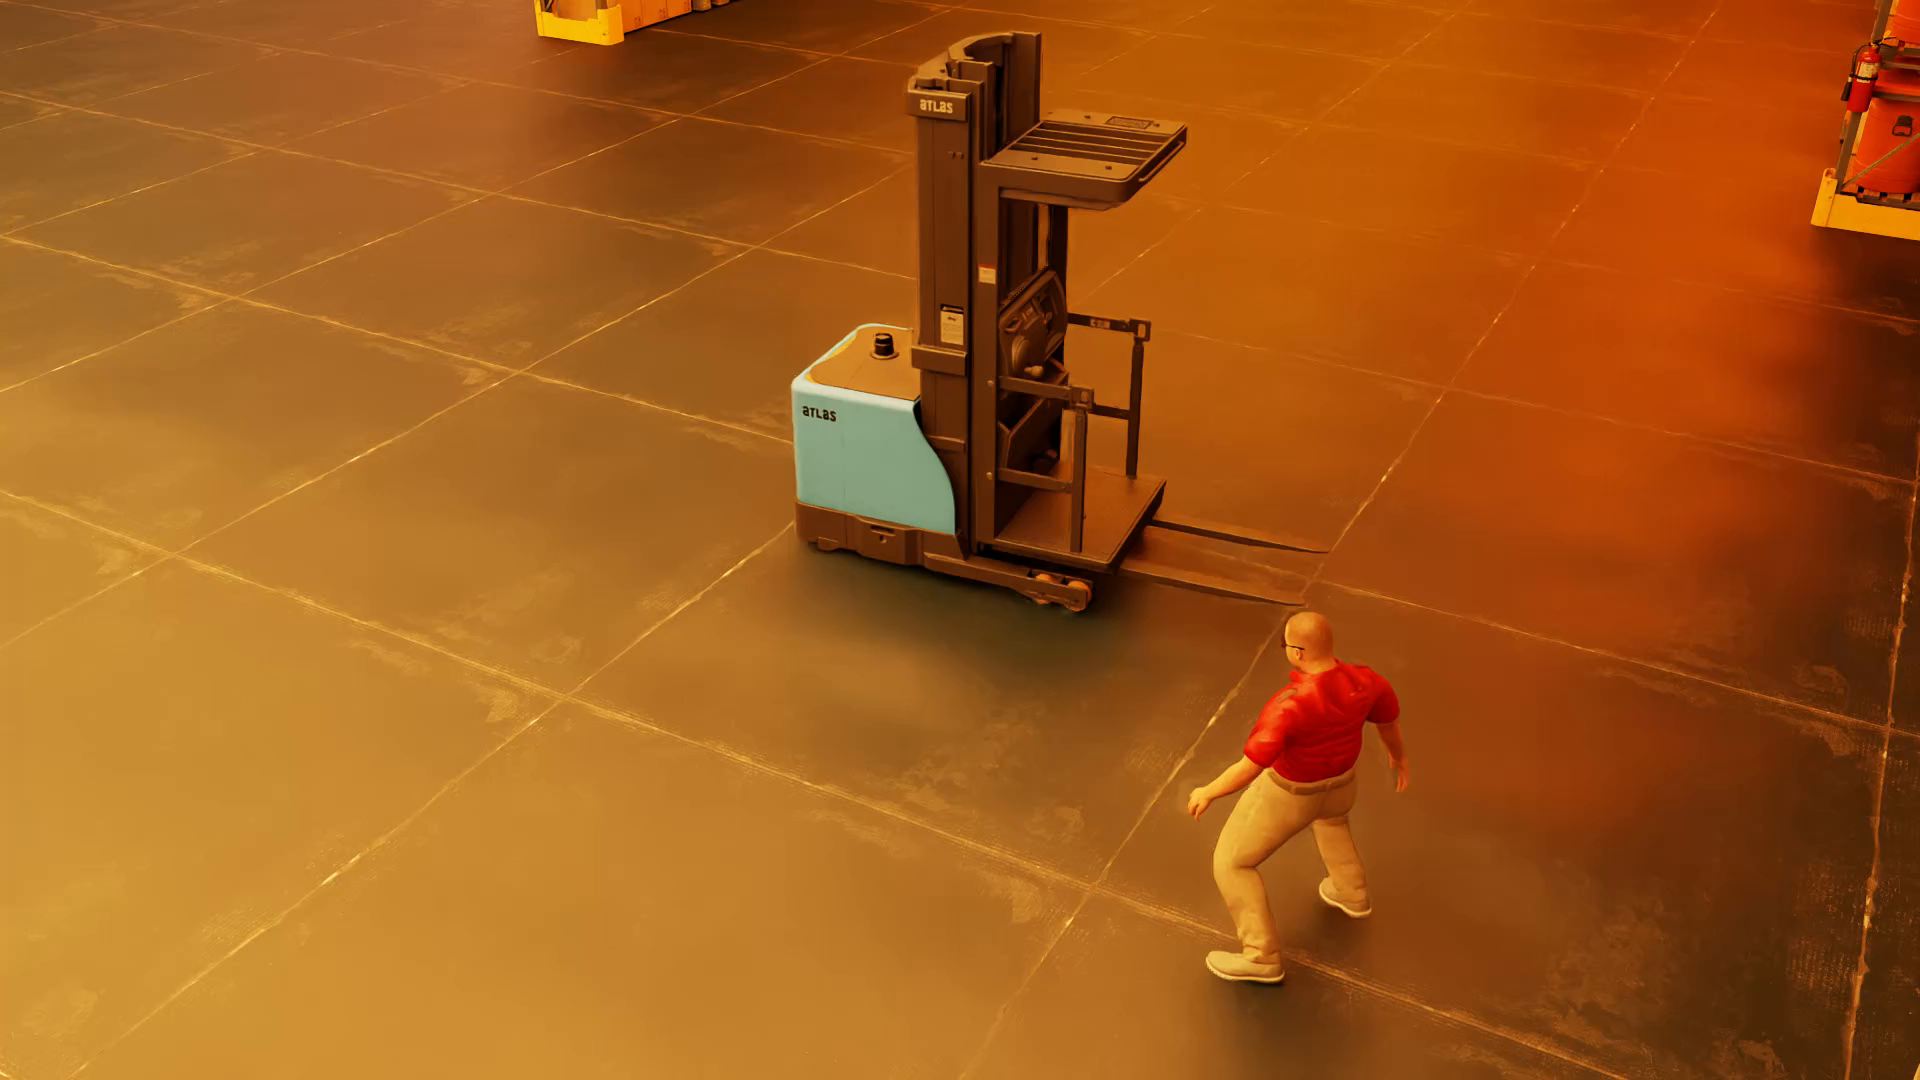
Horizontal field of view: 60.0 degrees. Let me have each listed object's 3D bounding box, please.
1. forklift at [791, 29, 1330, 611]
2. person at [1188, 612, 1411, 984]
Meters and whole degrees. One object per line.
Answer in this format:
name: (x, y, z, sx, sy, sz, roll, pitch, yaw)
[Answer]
forklift: (0.587, -1.173, 9.103, 3.031, 2.935, 1.130, 12, 32, 20)
person: (1.392, 0.970, 6.715, 0.934, 1.633, 0.565, -11, 32, -18)
